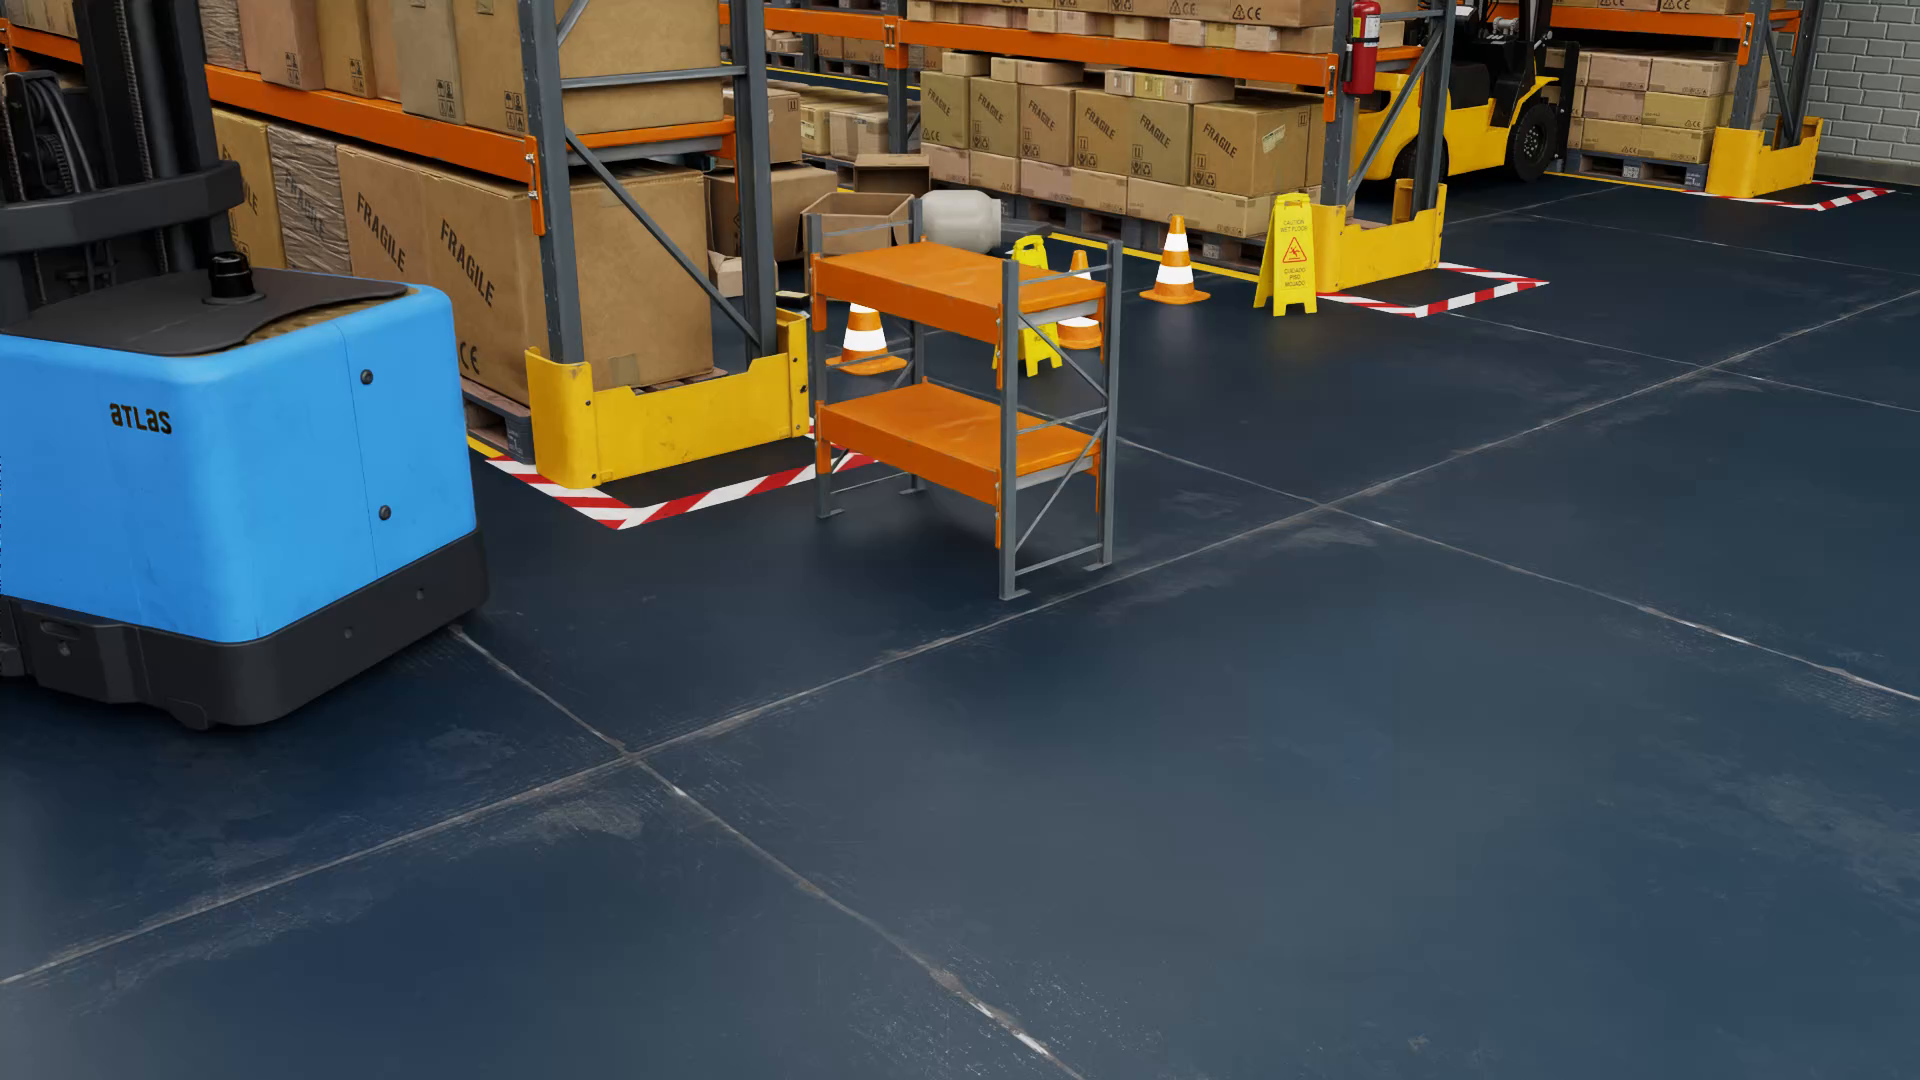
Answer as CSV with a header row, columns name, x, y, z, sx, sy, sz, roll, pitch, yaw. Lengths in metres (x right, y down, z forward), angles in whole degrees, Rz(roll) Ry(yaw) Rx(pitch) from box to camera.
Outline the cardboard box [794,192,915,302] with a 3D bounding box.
name,x,y,z,sx,sy,sz,roll,pitch,yaw
cardboard box,-0.572,-1.704,9.645,0.637,0.503,0.797,3,22,9

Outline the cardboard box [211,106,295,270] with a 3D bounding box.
name,x,y,z,sx,sy,sz,roll,pitch,yaw
cardboard box,-3.445,-1.899,9.056,0.875,0.875,0.875,-17,27,-37

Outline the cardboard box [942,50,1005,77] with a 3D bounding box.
name,x,y,z,sx,sy,sz,roll,pitch,yaw
cardboard box,0.098,-3.380,11.776,0.380,0.149,0.250,-17,27,-37

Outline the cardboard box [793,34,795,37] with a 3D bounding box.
name,x,y,z,sx,sy,sz,roll,pitch,yaw
cardboard box,-2.118,-6.709,22.333,0.380,0.149,0.250,-18,28,-38

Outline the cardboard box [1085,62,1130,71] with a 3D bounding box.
name,x,y,z,sx,sy,sz,roll,pitch,yaw
cardboard box,1.857,-5.113,17.604,0.875,0.625,0.625,-16,27,-36

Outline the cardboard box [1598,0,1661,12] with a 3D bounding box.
name,x,y,z,sx,sy,sz,roll,pitch,yaw
cardboard box,5.398,-4.432,13.050,0.500,0.500,0.500,-16,27,-36

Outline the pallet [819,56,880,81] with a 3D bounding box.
name,x,y,z,sx,sy,sz,roll,pitch,yaw
pallet,-1.023,-5.968,20.932,1.003,0.211,1.213,-17,27,-37

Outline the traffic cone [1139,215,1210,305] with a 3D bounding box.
name,x,y,z,sx,sy,sz,roll,pitch,yaw
traffic cone,1.234,-1.615,9.472,0.336,0.463,0.334,-17,27,-37

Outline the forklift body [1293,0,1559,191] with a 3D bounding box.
name,x,y,z,sx,sy,sz,roll,pitch,yaw
forklift body,3.630,-3.861,12.893,2.313,2.155,1.214,-17,27,-37

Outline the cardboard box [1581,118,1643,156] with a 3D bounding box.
name,x,y,z,sx,sy,sz,roll,pitch,yaw
cardboard box,5.387,-3.276,13.430,0.500,0.250,0.500,-17,27,-37

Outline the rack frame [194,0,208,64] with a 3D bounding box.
name,x,y,z,sx,sy,sz,roll,pitch,yaw
rack frame,-3.803,-2.883,9.231,1.000,3.000,0.127,-17,27,-37

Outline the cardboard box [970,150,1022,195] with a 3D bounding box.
name,x,y,z,sx,sy,sz,roll,pitch,yaw
cardboard box,0.419,-2.632,11.786,0.500,0.250,0.500,-16,26,-34

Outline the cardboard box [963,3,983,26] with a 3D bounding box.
name,x,y,z,sx,sy,sz,roll,pitch,yaw
cardboard box,0.245,-3.685,11.624,0.380,0.149,0.250,-18,27,-38

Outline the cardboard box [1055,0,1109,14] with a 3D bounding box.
name,x,y,z,sx,sy,sz,roll,pitch,yaw
cardboard box,0.965,-3.676,10.713,0.500,0.500,0.500,-17,27,-37

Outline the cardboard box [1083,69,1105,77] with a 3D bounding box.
name,x,y,z,sx,sy,sz,roll,pitch,yaw
cardboard box,0.804,-3.114,11.987,0.500,0.500,0.500,-17,27,-36

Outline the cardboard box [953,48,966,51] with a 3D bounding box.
name,x,y,z,sx,sy,sz,roll,pitch,yaw
cardboard box,0.270,-5.615,19.059,0.500,0.500,0.500,-18,28,-38

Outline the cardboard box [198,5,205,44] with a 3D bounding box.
name,x,y,z,sx,sy,sz,roll,pitch,yaw
cardboard box,-4.346,-3.010,9.419,0.500,0.500,0.500,-18,27,-38

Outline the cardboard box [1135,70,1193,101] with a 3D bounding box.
name,x,y,z,sx,sy,sz,roll,pitch,yaw
cardboard box,1.319,-2.865,10.464,0.380,0.149,0.250,-17,27,-37

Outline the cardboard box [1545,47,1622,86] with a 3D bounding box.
name,x,y,z,sx,sy,sz,roll,pitch,yaw
cardboard box,5.039,-3.877,13.594,0.500,0.250,0.500,-17,27,-37

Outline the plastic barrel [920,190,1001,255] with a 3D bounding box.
name,x,y,z,sx,sy,sz,roll,pitch,yaw
plastic barrel,-0.003,-1.995,10.496,0.512,0.421,0.421,0,21,-1

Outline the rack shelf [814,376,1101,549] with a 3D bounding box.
name,x,y,z,sx,sy,sz,roll,pitch,yaw
rack shelf,-0.004,-0.298,5.873,0.538,0.278,1.000,-17,27,-37

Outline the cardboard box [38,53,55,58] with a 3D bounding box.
name,x,y,z,sx,sy,sz,roll,pitch,yaw
cardboard box,-7.012,-3.757,13.287,0.500,0.250,0.500,-18,28,-38

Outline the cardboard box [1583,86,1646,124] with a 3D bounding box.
name,x,y,z,sx,sy,sz,roll,pitch,yaw
cardboard box,5.376,-3.516,13.357,0.500,0.250,0.500,-18,28,-38

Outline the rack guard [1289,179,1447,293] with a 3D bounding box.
name,x,y,z,sx,sy,sz,roll,pitch,yaw
rack guard,2.443,-1.841,9.999,1.175,0.500,0.348,-17,27,-37

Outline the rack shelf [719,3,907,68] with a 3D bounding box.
name,x,y,z,sx,sy,sz,roll,pitch,yaw
rack shelf,-1.424,-4.307,13.853,1.077,0.370,4.000,-17,27,-37

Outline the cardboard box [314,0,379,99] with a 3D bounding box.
name,x,y,z,sx,sy,sz,roll,pitch,yaw
cardboard box,-2.492,-2.407,7.811,0.875,0.550,0.500,-17,27,-37

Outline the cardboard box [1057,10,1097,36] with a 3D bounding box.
name,x,y,z,sx,sy,sz,roll,pitch,yaw
cardboard box,0.857,-3.390,10.871,0.380,0.149,0.250,-18,27,-38

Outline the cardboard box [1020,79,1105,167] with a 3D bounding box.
name,x,y,z,sx,sy,sz,roll,pitch,yaw
cardboard box,0.757,-2.838,11.282,0.500,0.500,0.500,-16,26,-35

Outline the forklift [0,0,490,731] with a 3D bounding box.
name,x,y,z,sx,sy,sz,roll,pitch,yaw
forklift,-3.070,-1.177,4.971,3.031,2.935,1.130,9,23,22

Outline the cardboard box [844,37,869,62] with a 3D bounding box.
name,x,y,z,sx,sy,sz,roll,pitch,yaw
cardboard box,-1.083,-6.182,20.506,0.500,0.500,0.500,-18,28,-38

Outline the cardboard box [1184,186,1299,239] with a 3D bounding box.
name,x,y,z,sx,sy,sz,roll,pitch,yaw
cardboard box,1.745,-2.065,10.338,0.500,0.250,0.500,-18,27,-38

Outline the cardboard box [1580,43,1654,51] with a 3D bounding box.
name,x,y,z,sx,sy,sz,roll,pitch,yaw
cardboard box,5.433,-4.003,13.915,0.500,0.250,0.500,-18,27,-38

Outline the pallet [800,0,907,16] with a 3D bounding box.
name,x,y,z,sx,sy,sz,roll,pitch,yaw
pallet,-0.507,-4.246,12.974,1.003,0.211,1.213,-17,27,-37

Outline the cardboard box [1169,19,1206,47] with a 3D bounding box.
name,x,y,z,sx,sy,sz,roll,pitch,yaw
cardboard box,1.495,-3.103,10.138,0.380,0.149,0.250,-17,27,-37

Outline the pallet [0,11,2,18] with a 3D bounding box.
name,x,y,z,sx,sy,sz,roll,pitch,yaw
pallet,-6.960,-4.070,12.526,1.213,0.211,1.003,-17,27,-37

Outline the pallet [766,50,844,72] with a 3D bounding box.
name,x,y,z,sx,sy,sz,roll,pitch,yaw
pallet,-2.030,-6.374,21.968,1.003,0.211,1.213,-17,27,-37

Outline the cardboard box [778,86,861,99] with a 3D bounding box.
name,x,y,z,sx,sy,sz,roll,pitch,yaw
cardboard box,-1.390,-3.595,14.077,0.950,0.372,0.625,-16,27,-36

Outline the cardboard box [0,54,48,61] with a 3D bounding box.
name,x,y,z,sx,sy,sz,roll,pitch,yaw
cardboard box,-7.397,-3.632,12.968,0.500,0.250,0.500,-17,27,-37

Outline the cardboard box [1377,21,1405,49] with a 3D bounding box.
name,x,y,z,sx,sy,sz,roll,pitch,yaw
cardboard box,2.427,-3.010,9.901,0.380,0.149,0.250,-17,27,-37

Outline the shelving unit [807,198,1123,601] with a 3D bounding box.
name,x,y,z,sx,sy,sz,roll,pitch,yaw
shelving unit,-0.004,-0.526,5.784,0.538,1.125,1.048,-17,27,-37

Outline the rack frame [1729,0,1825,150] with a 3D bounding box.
name,x,y,z,sx,sy,sz,roll,pitch,yaw
rack frame,6.250,-4.167,12.509,1.000,3.000,0.127,-17,27,-37

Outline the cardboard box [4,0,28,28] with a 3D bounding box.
name,x,y,z,sx,sy,sz,roll,pitch,yaw
cardboard box,-6.325,-3.846,11.554,0.500,0.500,0.500,-17,27,-37

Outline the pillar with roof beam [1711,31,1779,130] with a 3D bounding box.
name,x,y,z,sx,sy,sz,roll,pitch,yaw
pillar with roof beam,3.217,-6.342,9.838,9.100,9.000,0.400,-17,27,-37

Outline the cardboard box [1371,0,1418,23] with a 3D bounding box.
name,x,y,z,sx,sy,sz,roll,pitch,yaw
cardboard box,2.393,-3.366,9.920,0.500,0.500,0.500,-18,28,-38

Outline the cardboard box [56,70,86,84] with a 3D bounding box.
name,x,y,z,sx,sy,sz,roll,pitch,yaw
cardboard box,-6.085,-2.946,11.902,1.050,0.750,0.750,-18,28,-38
